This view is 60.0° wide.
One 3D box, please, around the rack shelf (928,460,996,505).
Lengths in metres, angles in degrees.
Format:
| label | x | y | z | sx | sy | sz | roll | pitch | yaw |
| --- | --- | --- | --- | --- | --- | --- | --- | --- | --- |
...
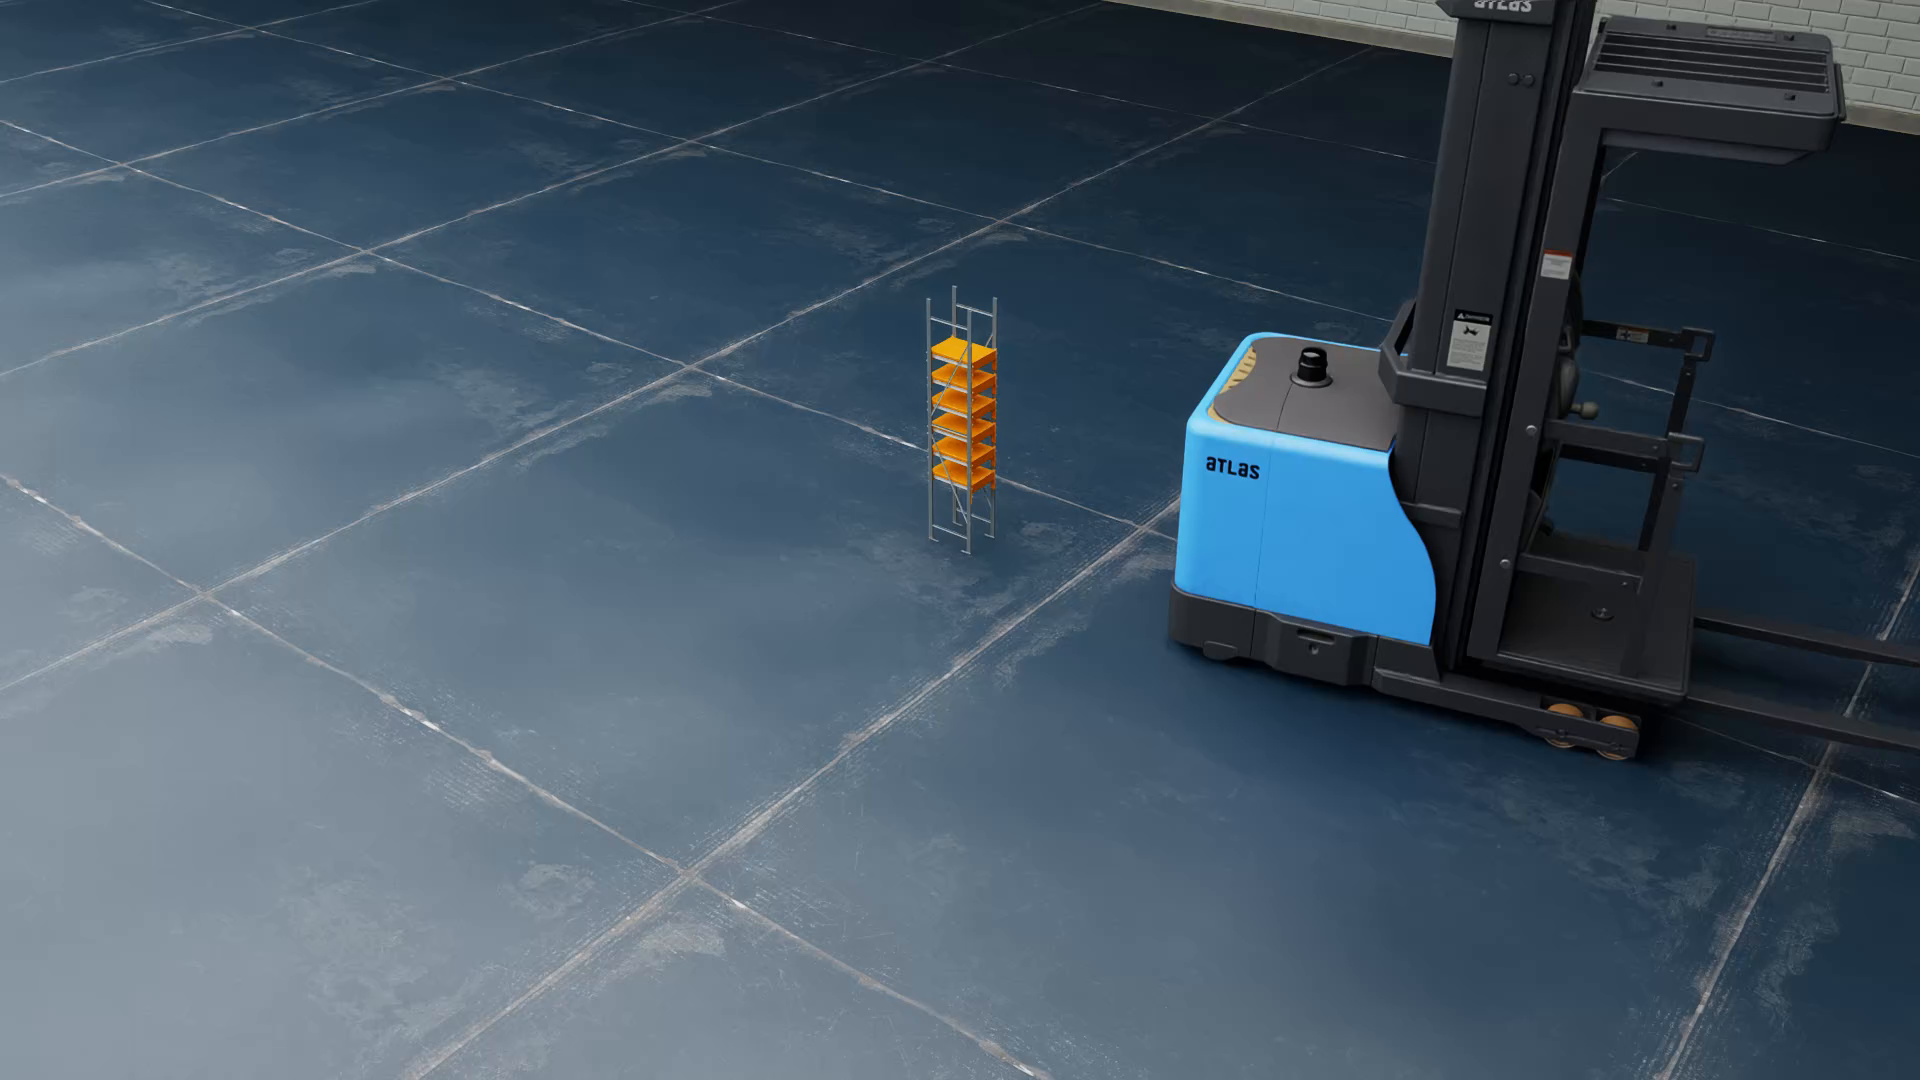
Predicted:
| label | x | y | z | sx | sy | sz | roll | pitch | yaw |
| --- | --- | --- | --- | --- | --- | --- | --- | --- | --- |
| rack shelf | 0.009 | -0.277 | 7.599 | 0.258 | 0.103 | 0.180 | 21 | 37 | 31 |

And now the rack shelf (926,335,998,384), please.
| label | x | y | z | sx | sy | sz | roll | pitch | yaw |
| --- | --- | --- | --- | --- | --- | --- | --- | --- | --- |
| rack shelf | 0.009 | -0.794 | 7.293 | 0.258 | 0.103 | 0.180 | 21 | 37 | 31 |

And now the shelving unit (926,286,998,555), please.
| label | x | y | z | sx | sy | sz | roll | pitch | yaw |
| --- | --- | --- | --- | --- | --- | --- | --- | --- | --- |
| shelving unit | 0.009 | -0.522 | 7.454 | 0.258 | 1.200 | 0.189 | 21 | 37 | 31 |

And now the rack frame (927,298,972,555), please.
| label | x | y | z | sx | sy | sz | roll | pitch | yaw |
| --- | --- | --- | --- | --- | --- | --- | --- | --- | --- |
| rack frame | -0.047 | -0.485 | 7.391 | 0.240 | 1.200 | 0.006 | 21 | 37 | 31 |

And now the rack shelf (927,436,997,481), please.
| label | x | y | z | sx | sy | sz | roll | pitch | yaw |
| --- | --- | --- | --- | --- | --- | --- | --- | --- | --- |
| rack shelf | 0.009 | -0.381 | 7.538 | 0.258 | 0.103 | 0.180 | 21 | 37 | 31 |

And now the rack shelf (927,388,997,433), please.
| label | x | y | z | sx | sy | sz | roll | pitch | yaw |
| --- | --- | --- | --- | --- | --- | --- | --- | --- | --- |
| rack shelf | 0.009 | -0.587 | 7.415 | 0.258 | 0.103 | 0.180 | 21 | 37 | 31 |

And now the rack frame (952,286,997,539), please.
| label | x | y | z | sx | sy | sz | roll | pitch | yaw |
| --- | --- | --- | --- | --- | --- | --- | --- | --- | --- |
| rack frame | 0.064 | -0.559 | 7.517 | 0.240 | 1.200 | 0.006 | 21 | 37 | 31 |

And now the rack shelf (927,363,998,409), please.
| label | x | y | z | sx | sy | sz | roll | pitch | yaw |
| --- | --- | --- | --- | --- | --- | --- | --- | --- | --- |
| rack shelf | 0.009 | -0.690 | 7.354 | 0.258 | 0.103 | 0.180 | 21 | 37 | 31 |

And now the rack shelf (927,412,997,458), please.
| label | x | y | z | sx | sy | sz | roll | pitch | yaw |
| --- | --- | --- | --- | --- | --- | --- | --- | --- | --- |
| rack shelf | 0.009 | -0.484 | 7.477 | 0.258 | 0.103 | 0.180 | 21 | 37 | 31 |

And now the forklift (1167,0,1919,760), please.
| label | x | y | z | sx | sy | sz | roll | pitch | yaw |
| --- | --- | --- | --- | --- | --- | --- | --- | --- | --- |
| forklift | 2.435 | -0.732 | 6.110 | 3.031 | 2.935 | 1.130 | 12 | 33 | 20 |
